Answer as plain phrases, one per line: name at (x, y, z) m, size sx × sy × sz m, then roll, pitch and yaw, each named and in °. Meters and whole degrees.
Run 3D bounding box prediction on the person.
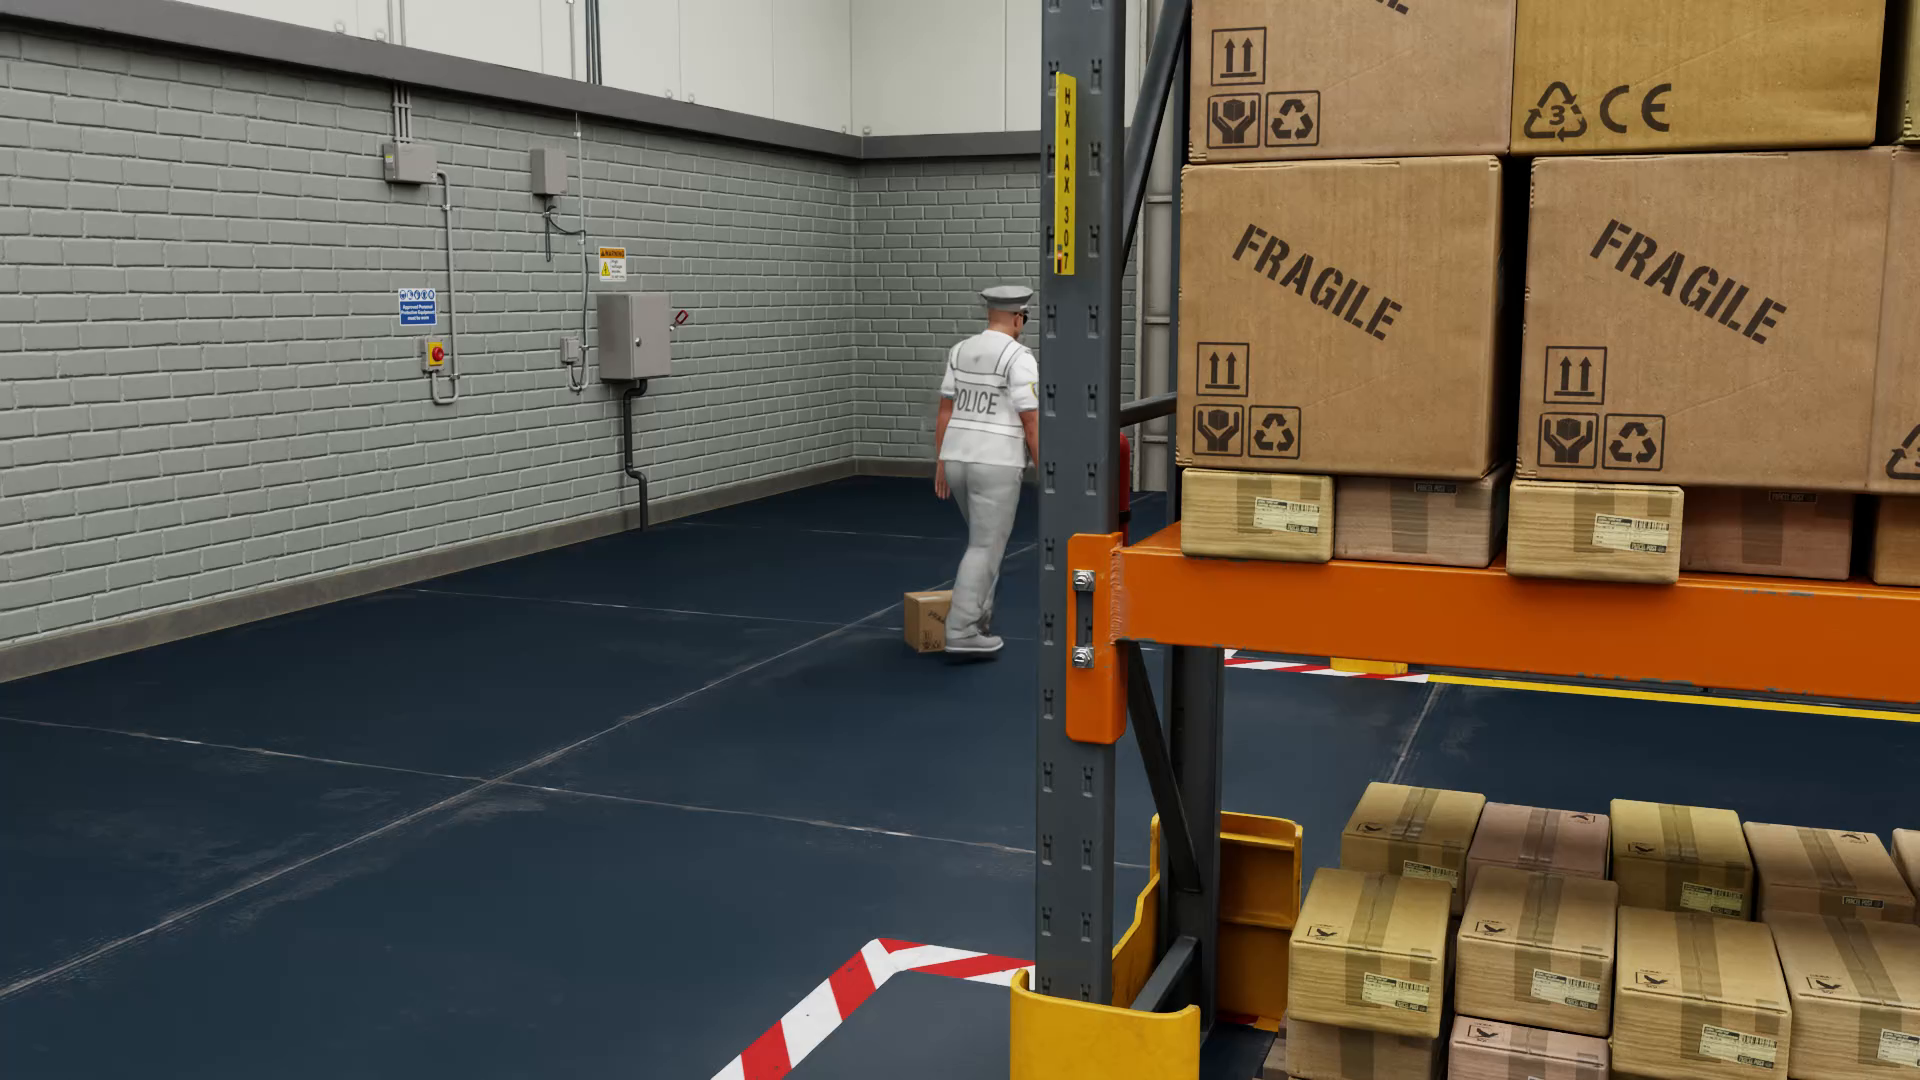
person at (0.108, -0.291, 7.882) m, size 0.557 × 1.814 × 0.562 m, roll -7°, pitch 11°, yaw -40°
